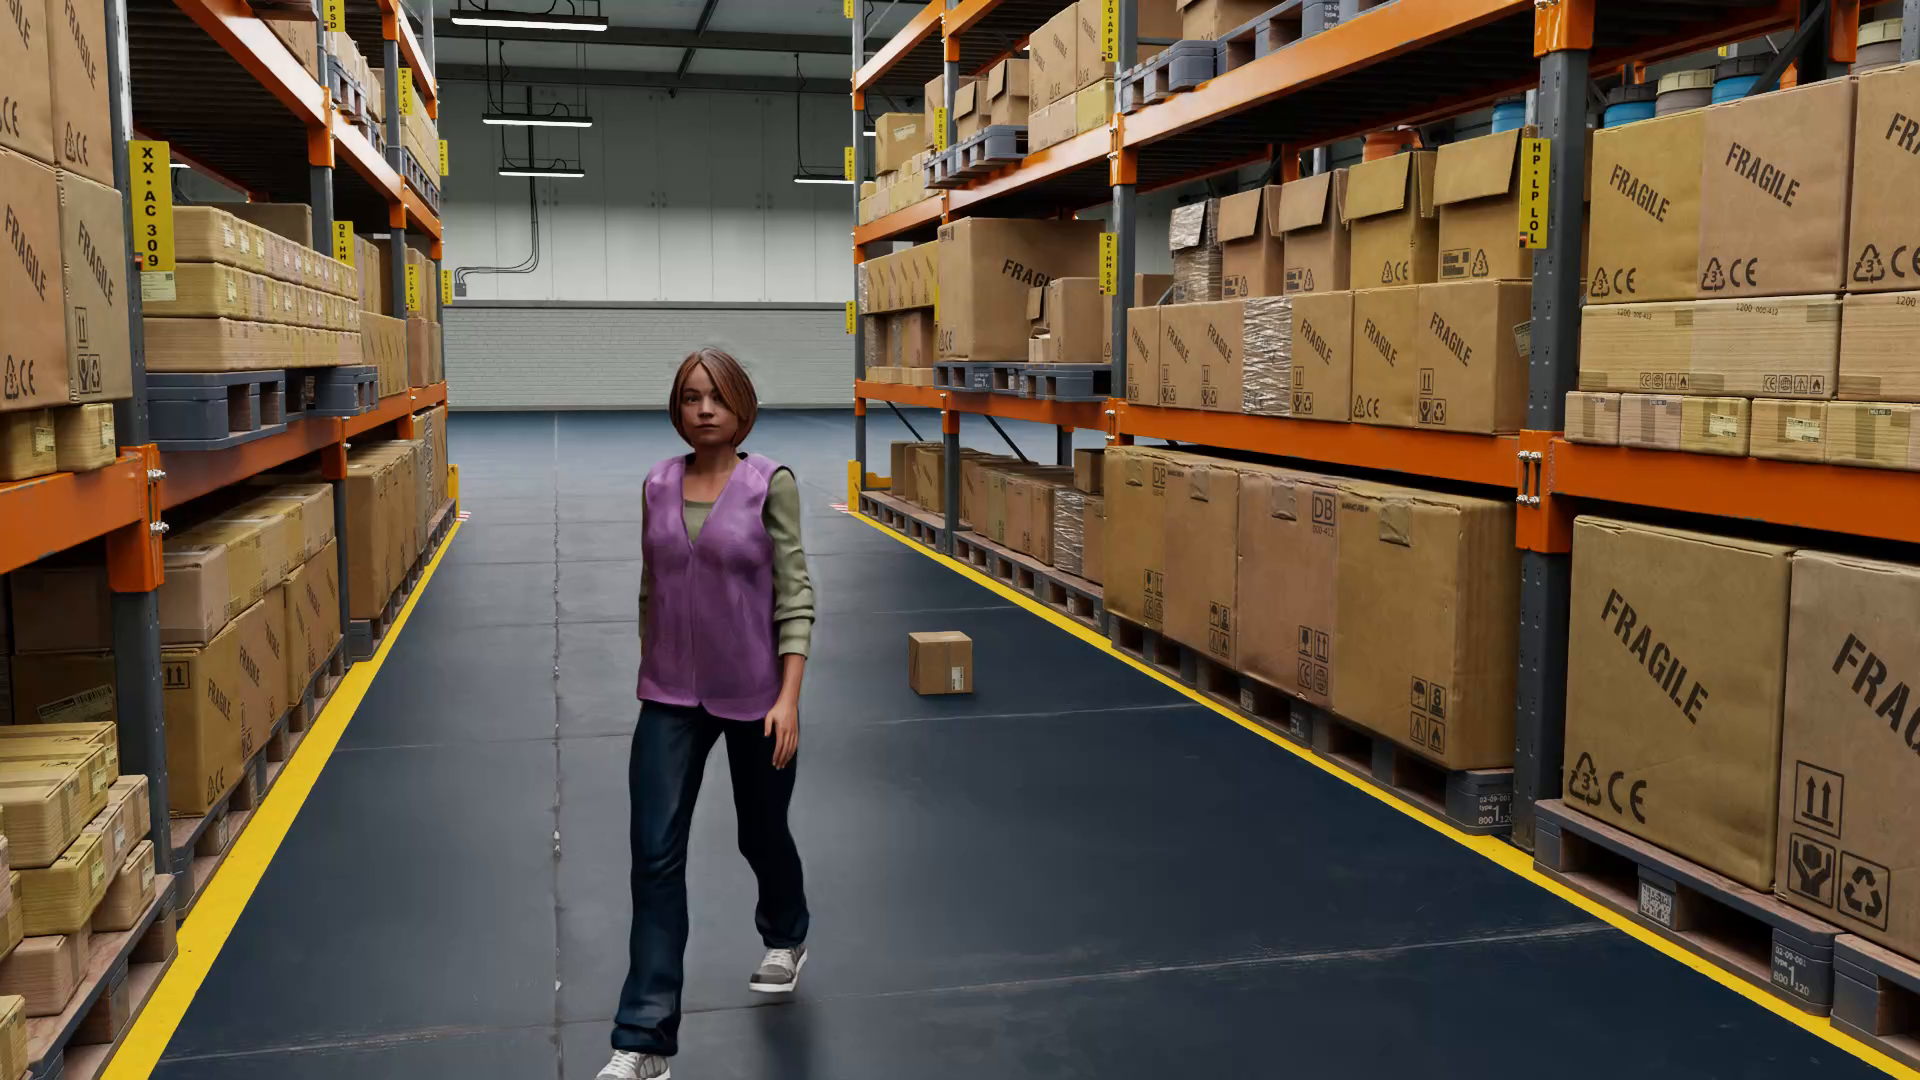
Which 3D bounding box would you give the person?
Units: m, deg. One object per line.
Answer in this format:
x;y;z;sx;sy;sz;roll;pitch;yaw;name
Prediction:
-0.537;0.353;3.633;0.449;1.538;0.927;1;6;8;person
